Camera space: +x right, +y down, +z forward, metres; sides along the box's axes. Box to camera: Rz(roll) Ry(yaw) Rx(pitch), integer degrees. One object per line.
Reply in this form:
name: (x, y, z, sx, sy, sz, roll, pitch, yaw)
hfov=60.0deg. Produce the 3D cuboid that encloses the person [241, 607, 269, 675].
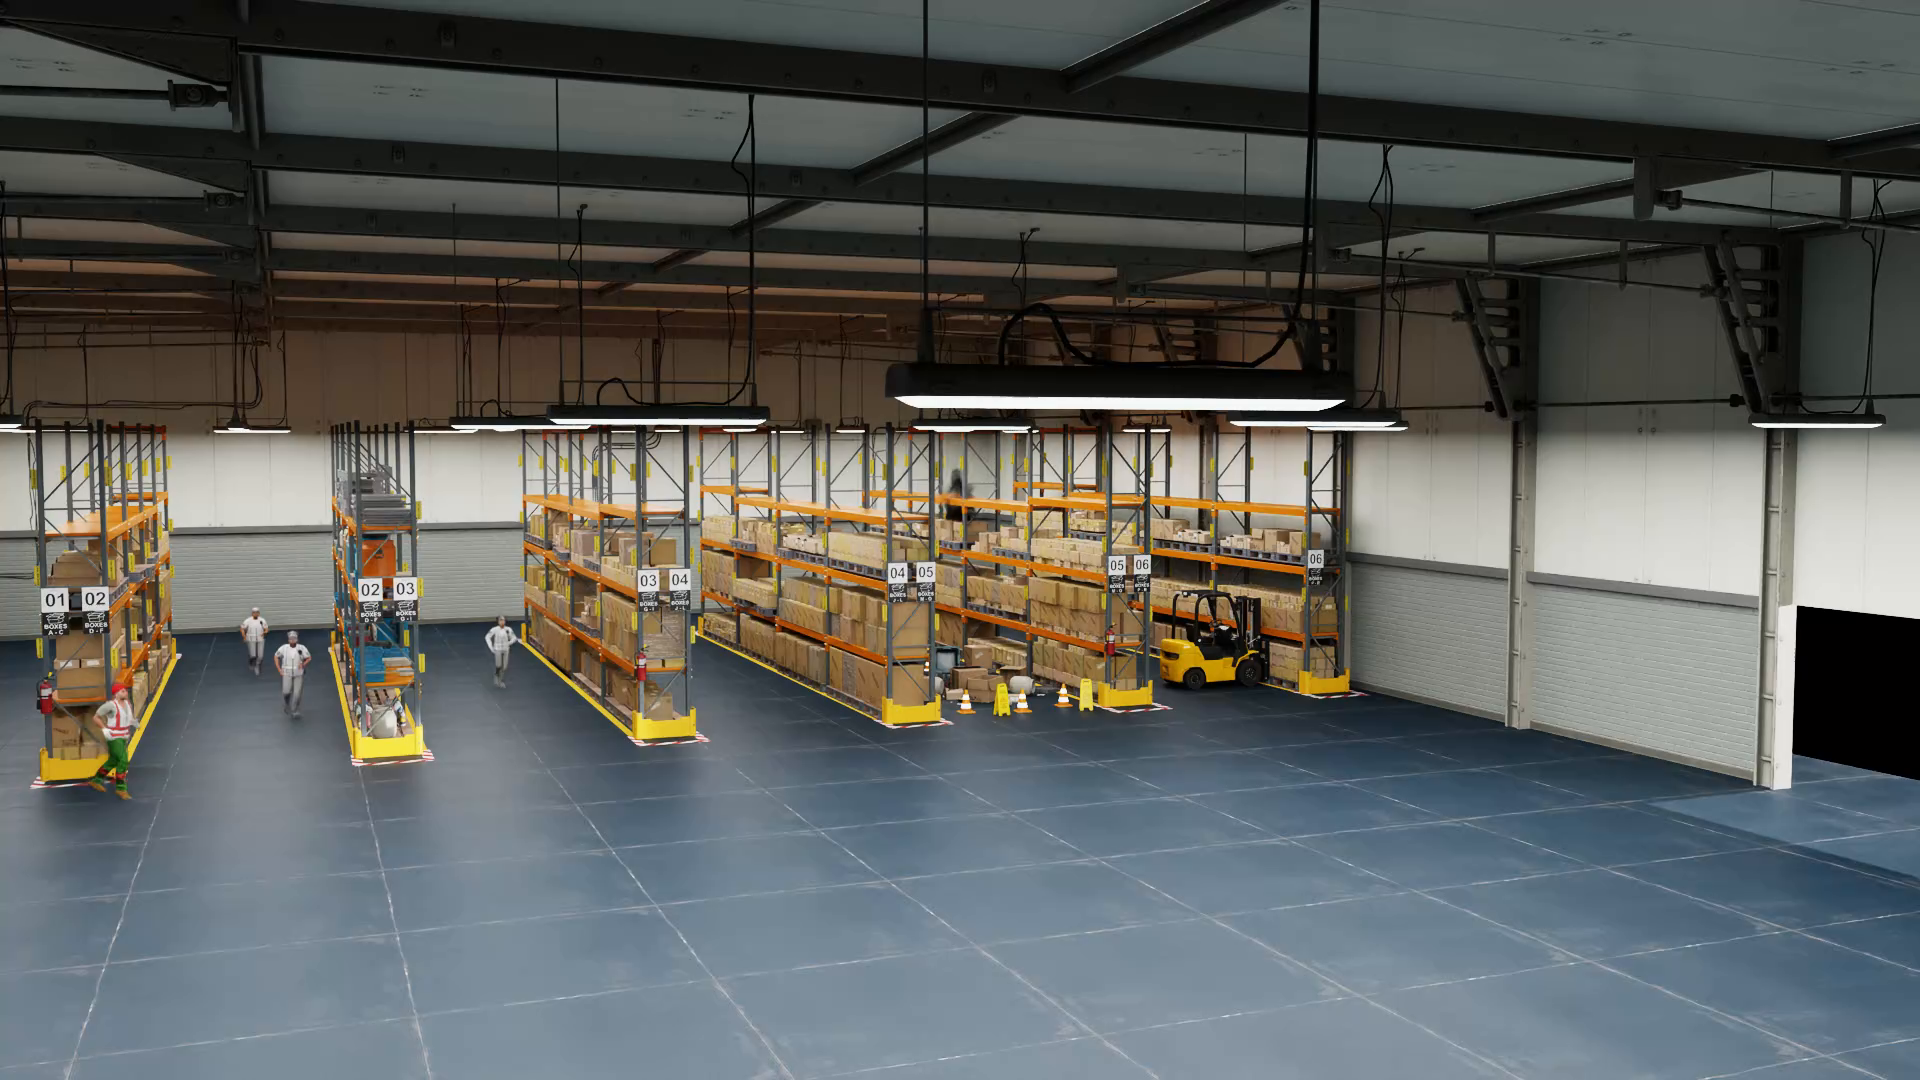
person: (-16.829, 2.429, 39.742, 0.606, 1.626, 0.537, -2, 4, -32)

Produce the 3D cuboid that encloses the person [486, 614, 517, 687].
person: (-10.390, 2.518, 37.743, 0.667, 1.665, 0.532, -2, 4, -24)

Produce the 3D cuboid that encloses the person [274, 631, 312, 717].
person: (-13.573, 2.732, 33.851, 0.710, 1.750, 0.563, -1, 4, -21)

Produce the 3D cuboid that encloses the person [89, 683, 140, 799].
person: (-13.465, 3.187, 26.477, 0.795, 1.839, 0.646, 0, 4, 7)
